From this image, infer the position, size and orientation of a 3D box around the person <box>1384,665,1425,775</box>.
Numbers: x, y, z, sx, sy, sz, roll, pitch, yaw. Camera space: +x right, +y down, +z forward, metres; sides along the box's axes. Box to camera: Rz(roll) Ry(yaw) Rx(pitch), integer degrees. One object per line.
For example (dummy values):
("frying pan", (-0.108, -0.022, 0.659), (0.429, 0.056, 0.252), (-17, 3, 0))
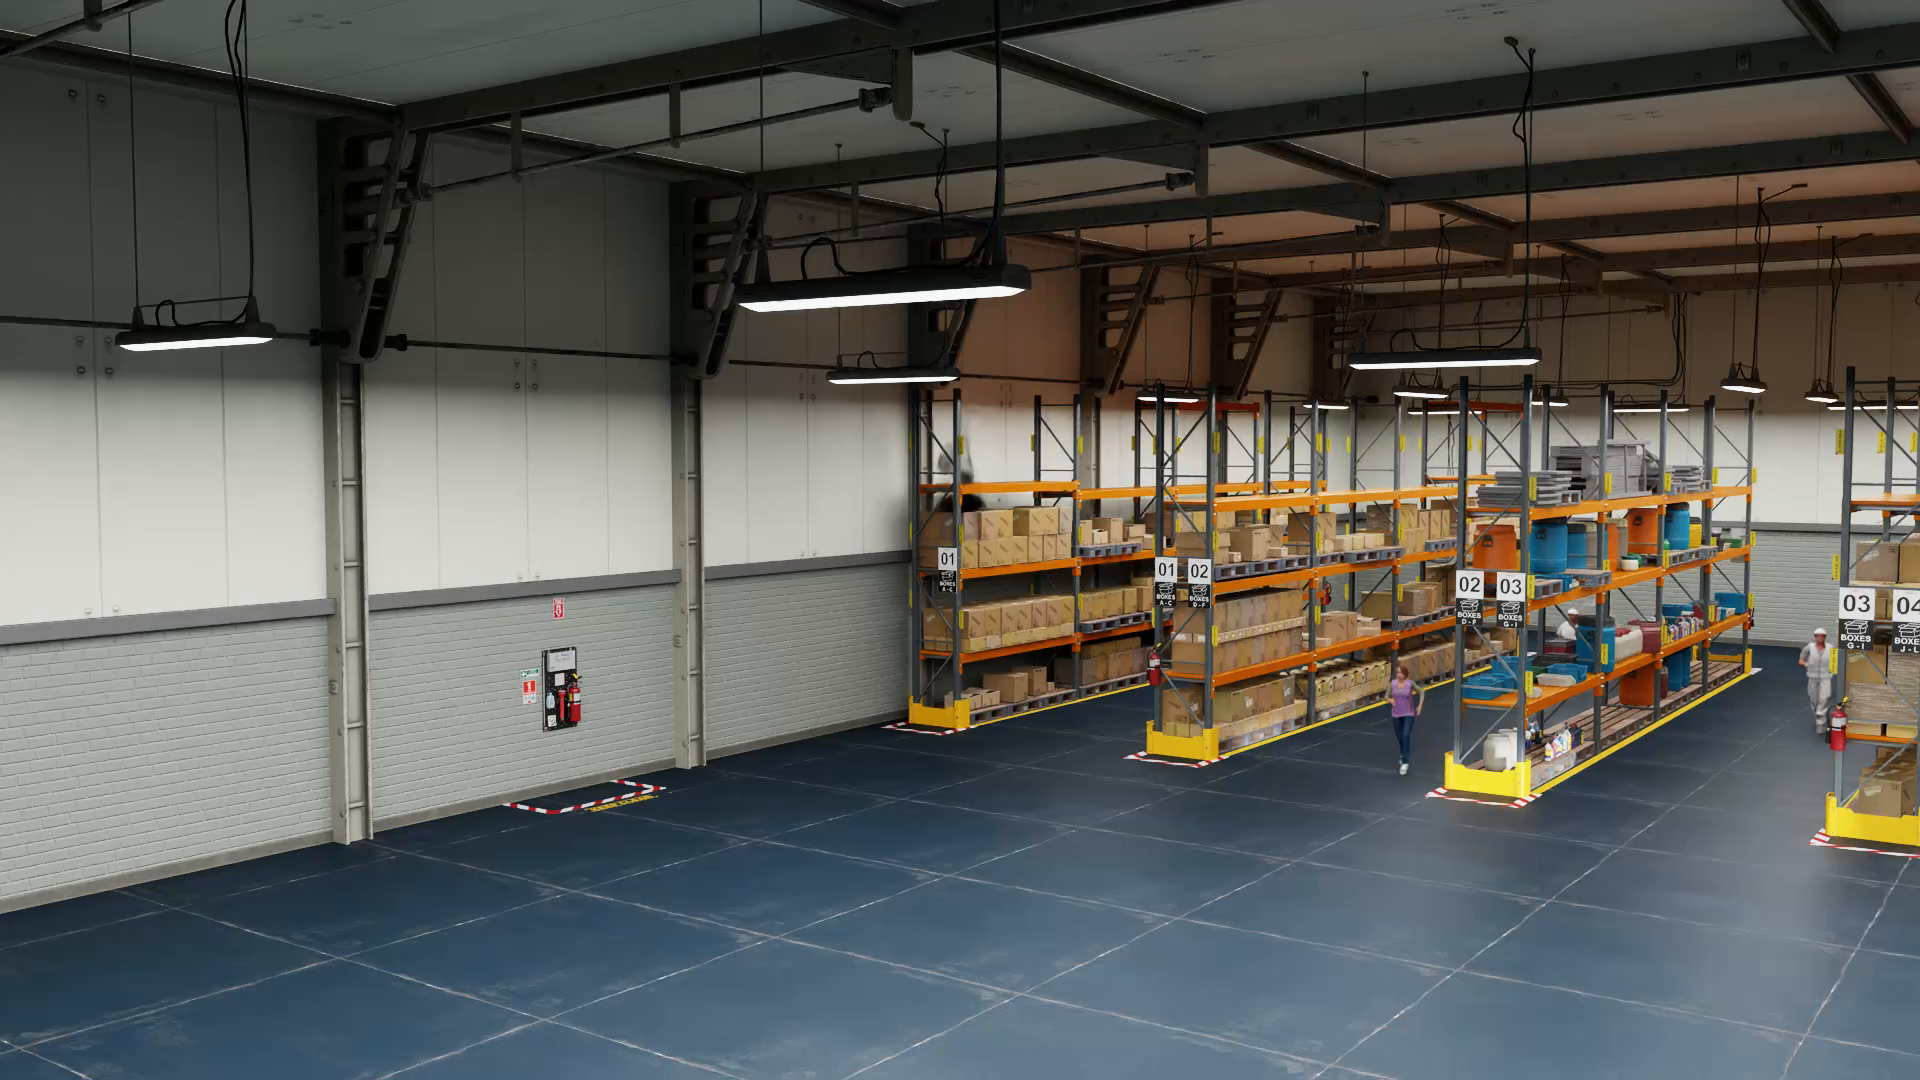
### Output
("person", (6.810, 2.725, 25.556), (0.577, 1.626, 0.813), (2, 4, 33))

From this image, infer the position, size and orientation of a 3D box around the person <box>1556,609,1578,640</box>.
("person", (12.332, 2.241, 33.486), (0.702, 1.726, 0.598), (3, 4, 41))

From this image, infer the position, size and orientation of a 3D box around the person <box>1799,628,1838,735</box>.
("person", (15.072, 2.445, 29.156), (0.655, 1.811, 0.991), (2, 4, 30))
